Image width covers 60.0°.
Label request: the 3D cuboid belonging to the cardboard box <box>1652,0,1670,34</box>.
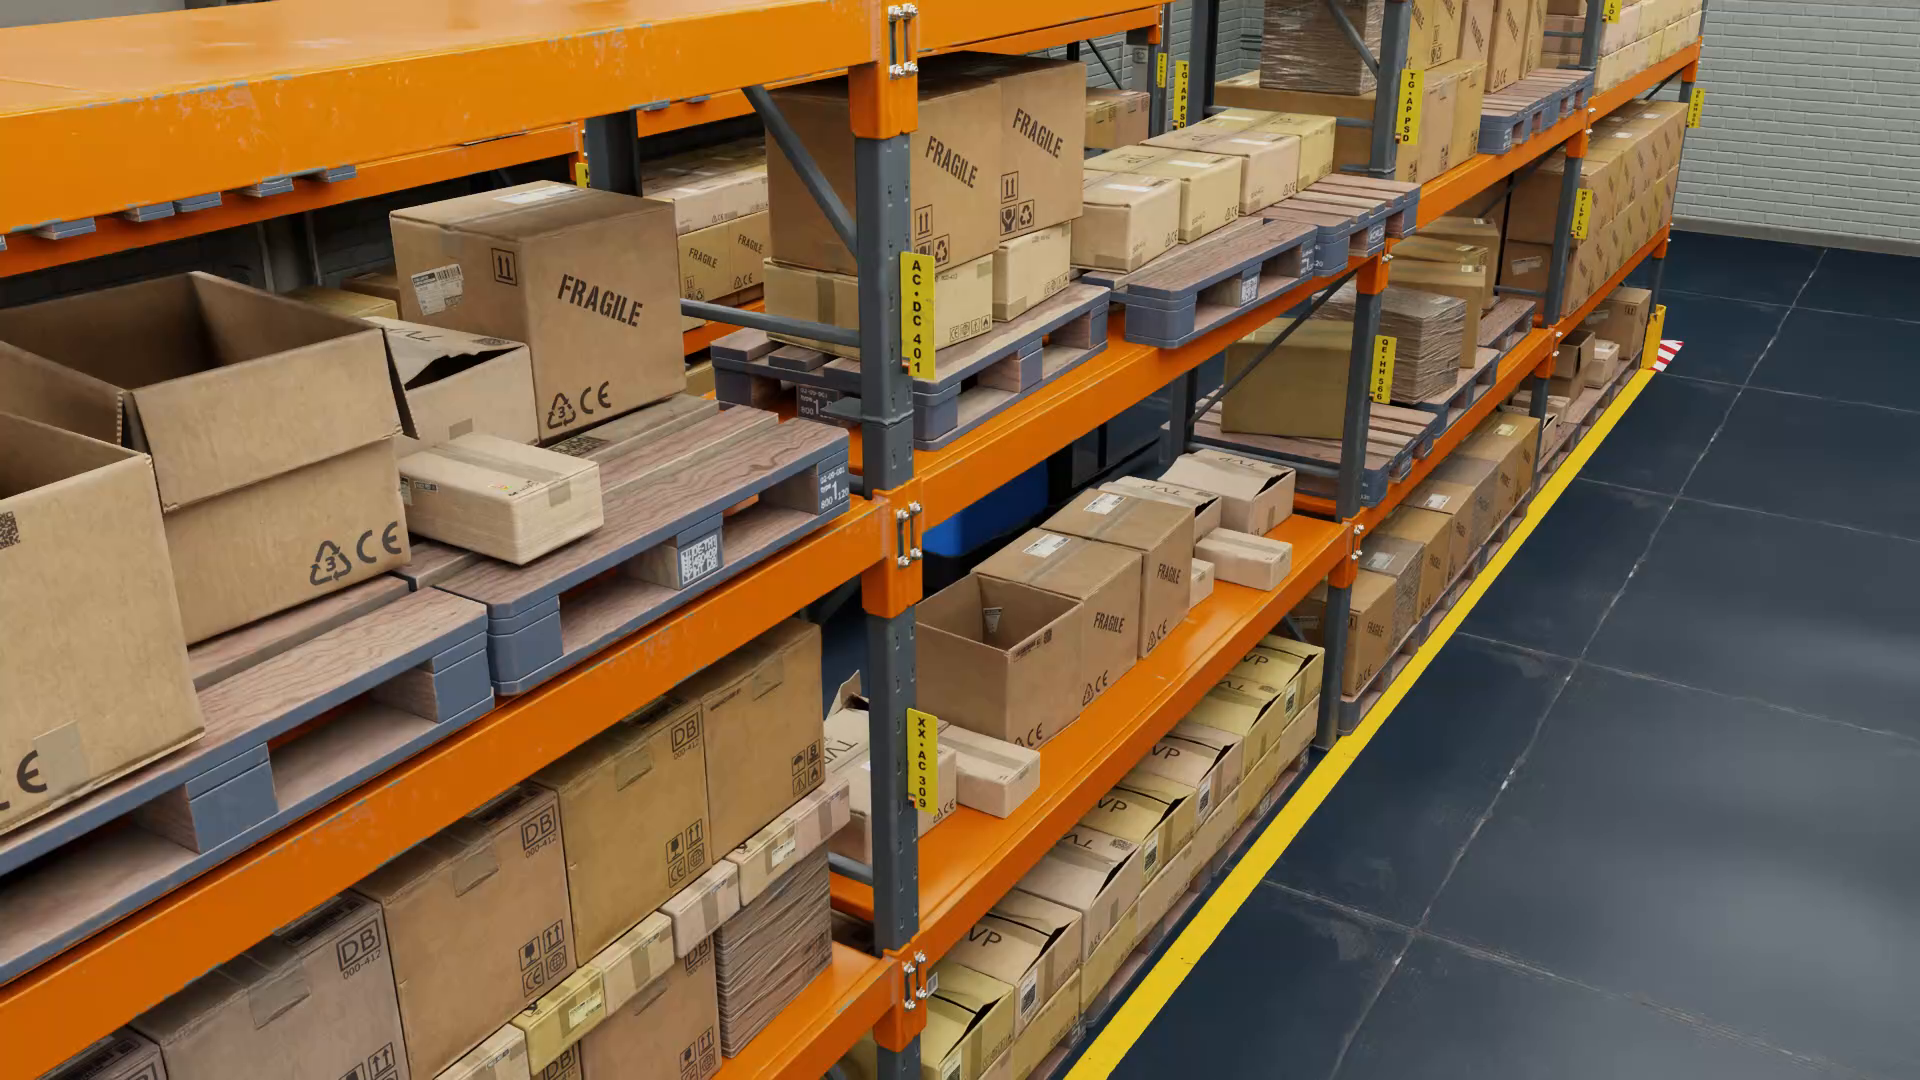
[{"bbox_3d":[4.906,-3.894,12.254,0.500,0.250,0.500,14,27,29],"label":"cardboard box"}]

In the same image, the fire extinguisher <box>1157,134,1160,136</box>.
[{"bbox_3d":[2.011,-3.875,16.993,0.296,0.674,0.183,14,27,29],"label":"fire extinguisher"}]

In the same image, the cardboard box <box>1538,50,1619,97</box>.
[{"bbox_3d":[4.106,-3.161,11.188,0.500,0.250,0.500,14,27,29],"label":"cardboard box"}]

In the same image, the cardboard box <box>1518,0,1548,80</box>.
[{"bbox_3d":[3.311,-3.247,10.419,0.600,0.600,0.600,11,26,24],"label":"cardboard box"}]

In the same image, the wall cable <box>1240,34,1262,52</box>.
[{"bbox_3d":[4.826,-7.290,20.671,3.097,2.526,0.112,14,27,29],"label":"wall cable"}]

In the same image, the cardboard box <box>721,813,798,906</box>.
[{"bbox_3d":[-0.674,0.836,4.602,0.380,0.149,0.250,13,27,28],"label":"cardboard box"}]

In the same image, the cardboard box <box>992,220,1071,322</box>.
[{"bbox_3d":[0.040,-0.933,5.514,0.500,0.250,0.500,11,26,24],"label":"cardboard box"}]

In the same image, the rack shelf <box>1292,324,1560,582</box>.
[{"bbox_3d":[2.584,-0.736,10.079,1.077,0.370,4.000,14,27,29],"label":"rack shelf"}]

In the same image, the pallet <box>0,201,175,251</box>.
[{"bbox_3d":[-4.375,-1.554,7.524,1.213,0.211,1.003,14,27,29],"label":"pallet"}]

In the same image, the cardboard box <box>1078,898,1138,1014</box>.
[{"bbox_3d":[0.384,1.597,6.719,0.500,0.250,0.500,13,27,27],"label":"cardboard box"}]

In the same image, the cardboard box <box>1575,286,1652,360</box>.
[{"bbox_3d":[5.672,-1.910,14.480,0.500,0.500,0.500,14,27,29],"label":"cardboard box"}]

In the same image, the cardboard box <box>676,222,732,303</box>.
[{"bbox_3d":[-1.923,-1.904,11.347,0.500,0.500,0.500,15,28,31],"label":"cardboard box"}]

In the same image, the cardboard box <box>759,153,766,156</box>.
[{"bbox_3d":[-1.147,-2.759,12.379,0.500,0.250,0.500,14,27,30],"label":"cardboard box"}]

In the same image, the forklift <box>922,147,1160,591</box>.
[{"bbox_3d":[0.425,-1.548,11.136,1.130,2.935,3.031,16,28,32],"label":"forklift"}]

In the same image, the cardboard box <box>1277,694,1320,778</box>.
[{"bbox_3d":[1.459,0.907,8.311,0.500,0.250,0.500,15,27,30],"label":"cardboard box"}]

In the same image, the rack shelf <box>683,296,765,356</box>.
[{"bbox_3d":[-1.626,-1.772,12.474,1.077,0.370,4.000,14,27,29],"label":"rack shelf"}]

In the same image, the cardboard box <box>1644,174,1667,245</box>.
[{"bbox_3d":[5.474,-2.753,13.707,0.500,0.500,0.500,14,27,29],"label":"cardboard box"}]

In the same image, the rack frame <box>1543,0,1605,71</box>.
[{"bbox_3d":[3.639,-4.494,10.303,1.000,3.000,0.127,14,27,29],"label":"rack frame"}]

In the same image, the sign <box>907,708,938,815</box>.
[{"bbox_3d":[-0.108,0.642,4.803,0.100,0.325,0.005,14,27,29],"label":"sign"}]

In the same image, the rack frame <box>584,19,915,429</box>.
[{"bbox_3d":[-0.580,-1.794,4.066,1.000,3.000,0.127,14,27,29],"label":"rack frame"}]

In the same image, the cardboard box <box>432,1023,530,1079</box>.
[{"bbox_3d":[-1.213,1.181,3.805,0.380,0.149,0.250,15,27,30],"label":"cardboard box"}]

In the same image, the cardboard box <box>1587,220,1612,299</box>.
[{"bbox_3d":[4.407,-2.075,12.142,0.500,0.500,0.500,14,27,30],"label":"cardboard box"}]

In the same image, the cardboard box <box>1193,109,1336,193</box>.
[{"bbox_3d":[1.338,-1.726,7.346,0.500,0.250,0.500,12,26,25],"label":"cardboard box"}]

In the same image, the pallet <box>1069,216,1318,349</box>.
[{"bbox_3d":[0.660,-1.055,6.373,1.003,0.211,1.213,15,28,31],"label":"pallet"}]

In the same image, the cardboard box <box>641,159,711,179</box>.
[{"bbox_3d":[-2.112,-2.517,11.819,0.500,0.250,0.500,13,27,28],"label":"cardboard box"}]

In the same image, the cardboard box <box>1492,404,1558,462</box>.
[{"bbox_3d":[4.045,-0.805,12.165,0.500,0.311,0.500,14,27,29],"label":"cardboard box"}]

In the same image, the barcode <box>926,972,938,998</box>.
[{"bbox_3d":[-0.092,1.465,5.474,0.001,0.075,0.075,14,27,29],"label":"barcode"}]

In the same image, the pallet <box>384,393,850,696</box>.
[{"bbox_3d":[-1.008,-0.083,4.002,1.003,0.211,1.213,14,27,29],"label":"pallet"}]

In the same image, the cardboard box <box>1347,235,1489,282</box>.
[{"bbox_3d":[2.891,-1.621,10.564,0.700,0.500,0.500,19,30,37],"label":"cardboard box"}]

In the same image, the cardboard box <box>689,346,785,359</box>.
[{"bbox_3d":[-1.714,-1.149,12.305,0.750,0.750,0.750,14,27,29],"label":"cardboard box"}]

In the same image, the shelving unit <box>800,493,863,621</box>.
[{"bbox_3d":[-0.796,-0.225,9.883,0.587,1.500,1.083,15,28,31],"label":"shelving unit"}]

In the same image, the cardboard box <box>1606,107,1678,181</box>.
[{"bbox_3d":[5.482,-3.217,13.521,0.500,0.500,0.500,15,27,30],"label":"cardboard box"}]

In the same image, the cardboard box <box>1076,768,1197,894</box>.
[{"bbox_3d":[0.659,1.165,7.010,0.500,0.311,0.500,15,27,30],"label":"cardboard box"}]

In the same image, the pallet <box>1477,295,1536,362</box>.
[{"bbox_3d":[3.125,-1.406,10.963,1.003,0.211,1.213,14,27,29],"label":"pallet"}]

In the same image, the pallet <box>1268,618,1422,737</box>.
[{"bbox_3d":[1.955,0.645,9.495,1.003,0.211,1.213,14,27,29],"label":"pallet"}]

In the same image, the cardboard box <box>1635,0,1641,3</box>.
[{"bbox_3d":[4.506,-4.103,11.792,0.700,0.500,0.500,14,27,29],"label":"cardboard box"}]

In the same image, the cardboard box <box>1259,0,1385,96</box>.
[{"bbox_3d":[1.765,-2.418,7.899,0.500,0.500,0.500,14,27,29],"label":"cardboard box"}]

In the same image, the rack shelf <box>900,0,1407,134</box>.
[{"bbox_3d":[0.475,-1.955,5.848,1.077,0.370,4.000,14,27,29],"label":"rack shelf"}]

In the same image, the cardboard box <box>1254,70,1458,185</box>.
[{"bbox_3d":[2.000,-2.140,8.515,0.910,0.500,0.500,14,27,29],"label":"cardboard box"}]

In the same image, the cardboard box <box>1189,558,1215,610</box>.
[{"bbox_3d":[0.905,0.167,7.405,0.380,0.149,0.250,16,28,33],"label":"cardboard box"}]

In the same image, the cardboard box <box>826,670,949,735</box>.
[{"bbox_3d":[-0.273,0.686,6.059,0.396,0.266,0.258,13,27,28],"label":"cardboard box"}]

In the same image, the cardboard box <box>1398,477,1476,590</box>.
[{"bbox_3d":[2.823,-0.063,10.211,0.500,0.500,0.500,13,27,27],"label":"cardboard box"}]

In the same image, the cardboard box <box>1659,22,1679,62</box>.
[{"bbox_3d":[5.177,-3.832,12.739,0.500,0.250,0.500,14,27,29],"label":"cardboard box"}]

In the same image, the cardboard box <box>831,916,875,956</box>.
[{"bbox_3d":[-0.610,1.574,6.064,0.500,0.311,0.500,14,27,29],"label":"cardboard box"}]

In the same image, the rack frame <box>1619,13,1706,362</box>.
[{"bbox_3d":[5.749,-3.091,14.614,1.000,3.000,0.127,14,27,29],"label":"rack frame"}]

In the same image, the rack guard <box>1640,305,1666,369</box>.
[{"bbox_3d":[5.709,-1.918,15.051,1.175,0.500,0.348,14,27,29],"label":"rack guard"}]

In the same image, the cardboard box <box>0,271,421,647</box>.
[{"bbox_3d":[-1.556,-0.192,3.308,0.797,0.503,0.637,17,29,35],"label":"cardboard box"}]

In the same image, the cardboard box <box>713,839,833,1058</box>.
[{"bbox_3d":[-0.809,1.065,4.889,0.700,0.500,0.500,13,27,28],"label":"cardboard box"}]

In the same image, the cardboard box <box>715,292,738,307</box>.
[{"bbox_3d":[-1.801,-1.739,11.783,0.380,0.149,0.250,15,27,30],"label":"cardboard box"}]

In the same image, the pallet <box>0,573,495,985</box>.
[{"bbox_3d":[-1.653,0.327,3.055,1.003,0.211,1.213,14,27,29],"label":"pallet"}]

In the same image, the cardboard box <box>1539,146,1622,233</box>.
[{"bbox_3d":[4.399,-2.520,11.910,0.500,0.500,0.500,13,27,27],"label":"cardboard box"}]

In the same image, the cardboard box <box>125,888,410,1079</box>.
[{"bbox_3d":[-1.603,0.977,3.458,0.700,0.500,0.500,14,27,29],"label":"cardboard box"}]

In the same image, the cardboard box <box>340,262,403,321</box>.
[{"bbox_3d":[-3.192,-1.320,9.844,0.700,0.500,0.500,11,26,24],"label":"cardboard box"}]
